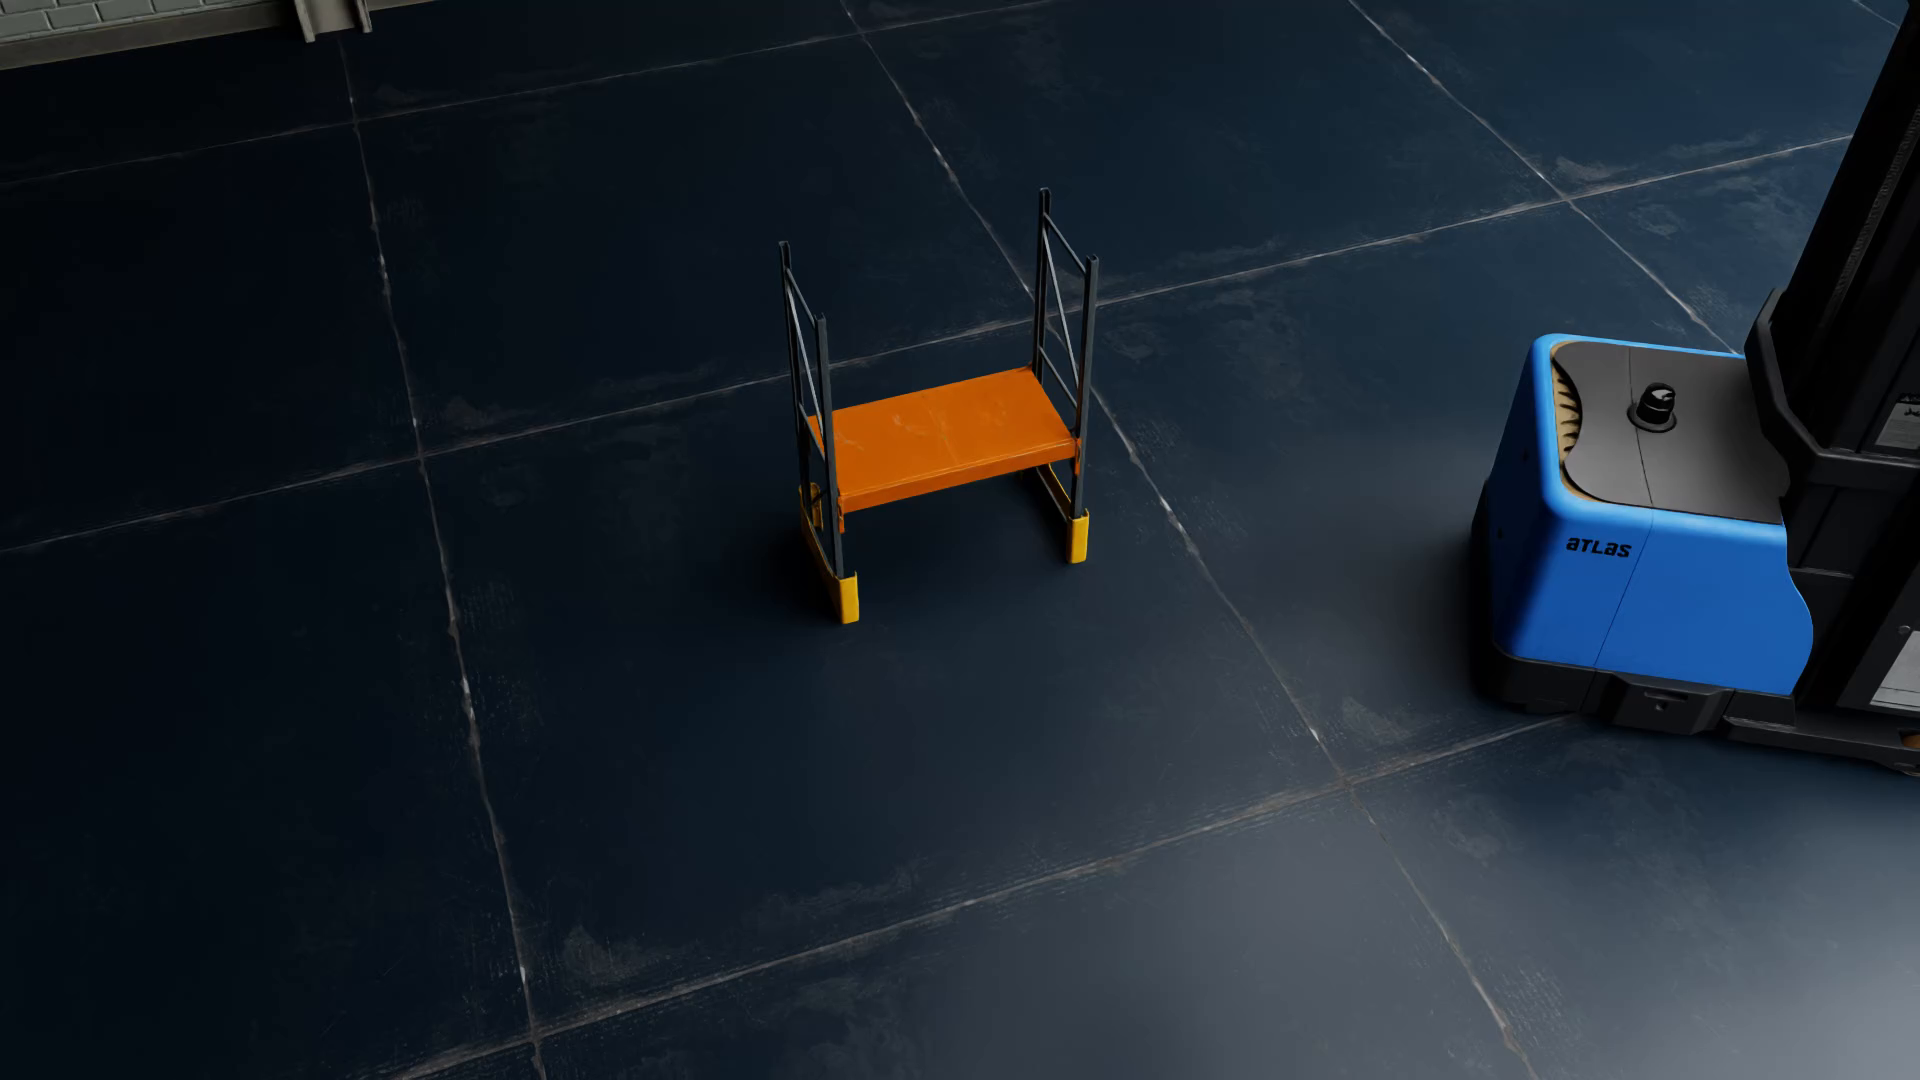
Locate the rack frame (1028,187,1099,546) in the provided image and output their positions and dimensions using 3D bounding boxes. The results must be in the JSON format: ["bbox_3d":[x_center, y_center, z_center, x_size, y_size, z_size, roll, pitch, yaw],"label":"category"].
[{"bbox_3d":[0.398,-0.631,6.629,0.032,1.500,0.500,-14,47,-14],"label":"rack frame"}]

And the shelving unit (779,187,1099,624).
[{"bbox_3d":[-0.072,-0.511,6.510,1.083,1.500,0.587,-14,47,-14],"label":"shelving unit"}]

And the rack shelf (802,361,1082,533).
[{"bbox_3d":[-0.080,-0.382,6.635,1.000,0.185,0.538,-14,47,-14],"label":"rack shelf"}]

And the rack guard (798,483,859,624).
[{"bbox_3d":[-0.540,0.050,6.833,0.087,0.250,0.587,-14,47,-14],"label":"rack guard"}]

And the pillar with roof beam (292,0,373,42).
[{"bbox_3d":[-2.364,-3.467,4.162,0.400,9.000,9.100,-14,47,-14],"label":"pillar with roof beam"}]

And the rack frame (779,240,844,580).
[{"bbox_3d":[-0.558,-0.387,6.386,0.032,1.500,0.500,-14,47,-14],"label":"rack frame"}]

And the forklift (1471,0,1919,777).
[{"bbox_3d":[3.563,-0.541,5.529,3.031,2.935,1.130,8,46,8],"label":"forklift"}]

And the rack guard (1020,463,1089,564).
[{"bbox_3d":[0.397,-0.190,7.072,0.087,0.250,0.587,-14,47,-14],"label":"rack guard"}]
